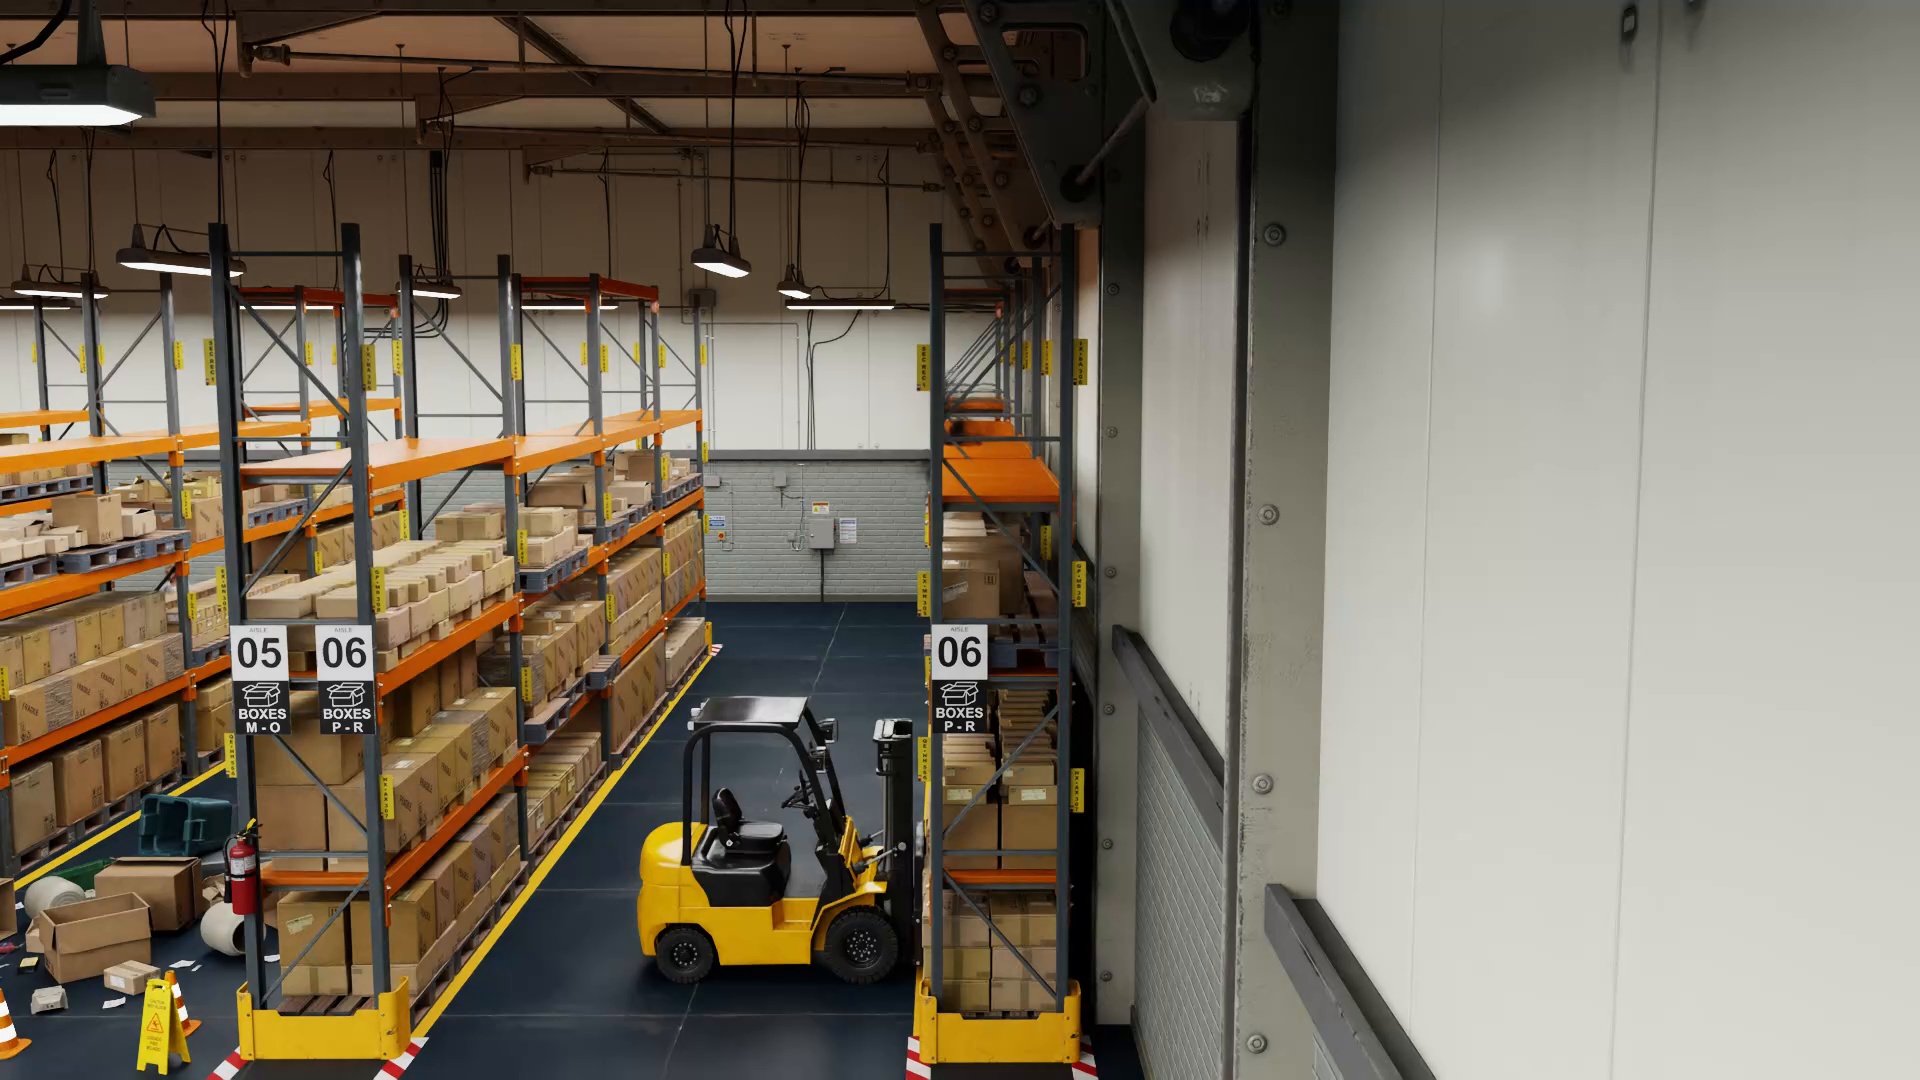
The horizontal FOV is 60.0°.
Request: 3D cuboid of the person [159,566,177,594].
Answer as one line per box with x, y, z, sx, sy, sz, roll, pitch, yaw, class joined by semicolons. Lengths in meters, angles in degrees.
-12.980;1.186;27.579;0.601;1.539;0.538;-3;7;-22;person
